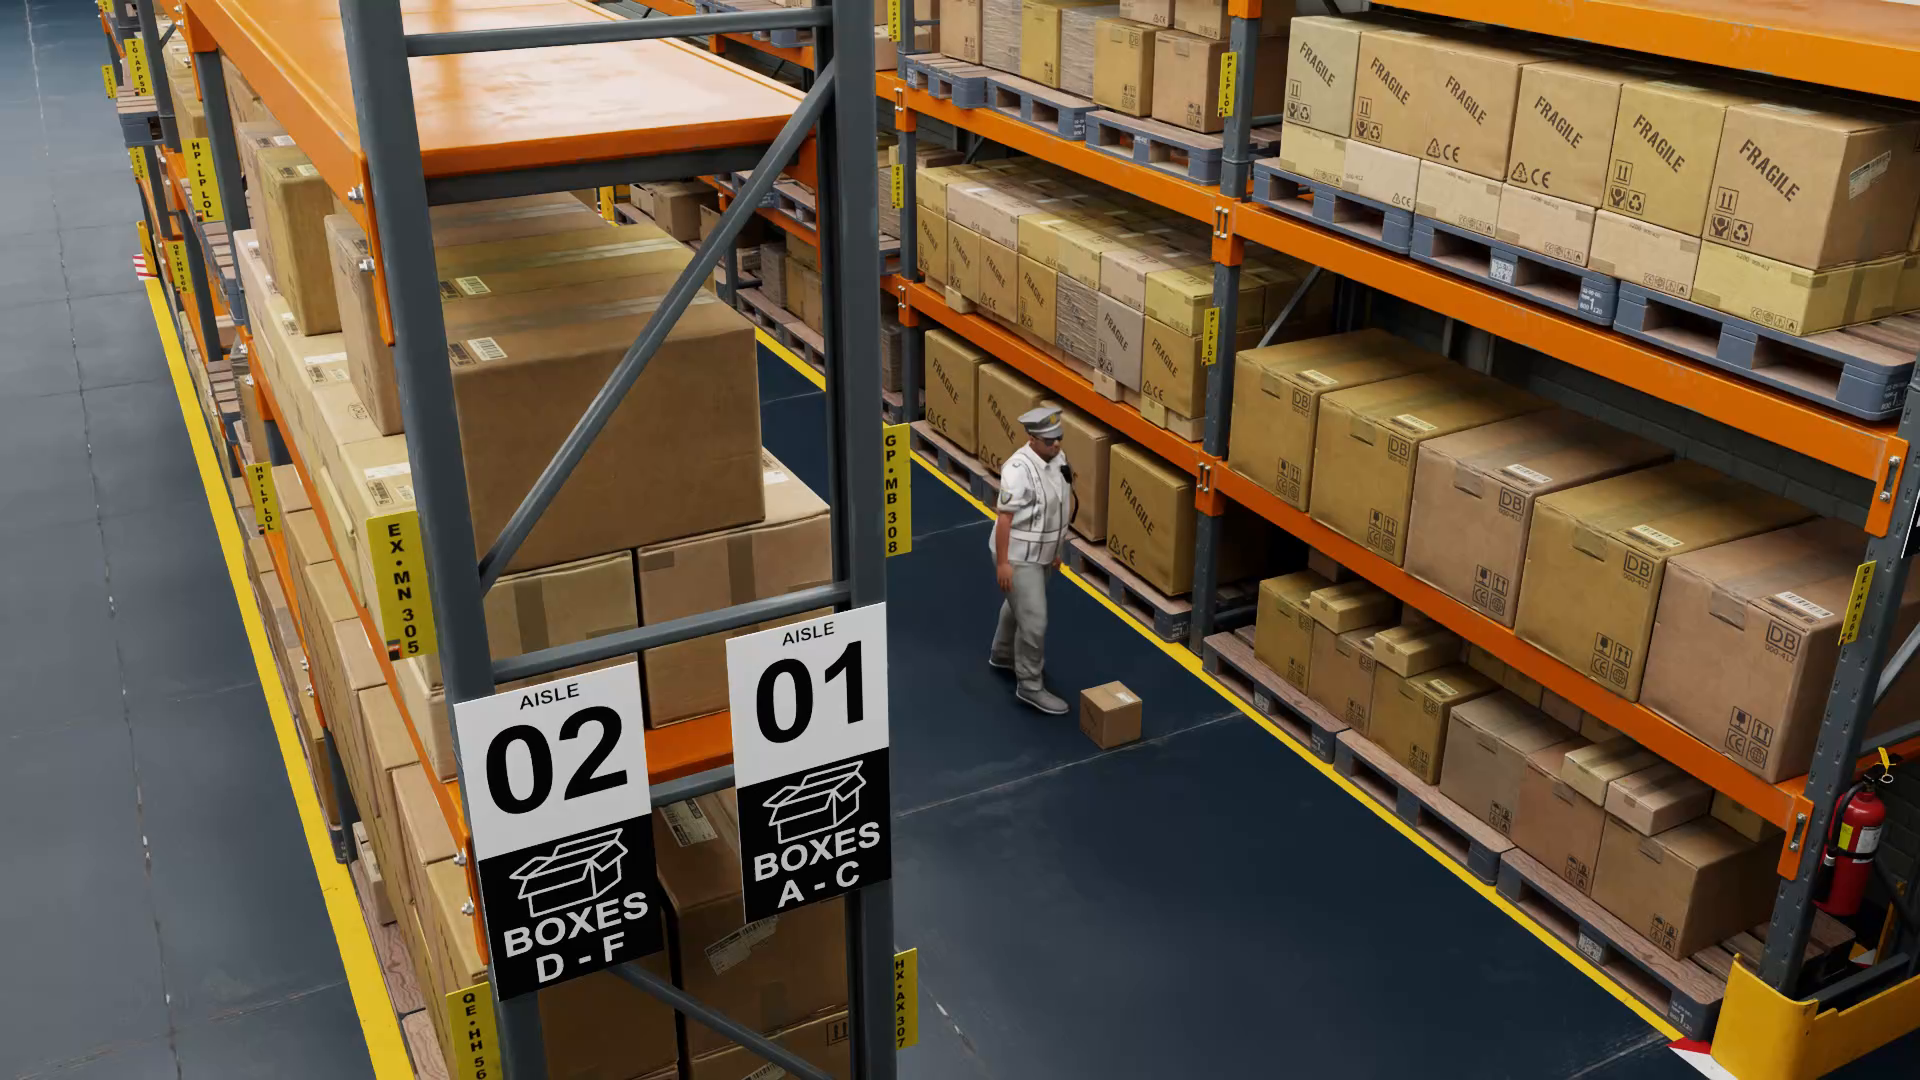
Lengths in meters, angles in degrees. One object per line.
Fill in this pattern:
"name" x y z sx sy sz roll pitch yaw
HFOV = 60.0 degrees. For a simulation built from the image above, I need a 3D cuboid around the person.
"person" 0.426 0.070 9.422 0.658 1.758 0.564 16 29 30
